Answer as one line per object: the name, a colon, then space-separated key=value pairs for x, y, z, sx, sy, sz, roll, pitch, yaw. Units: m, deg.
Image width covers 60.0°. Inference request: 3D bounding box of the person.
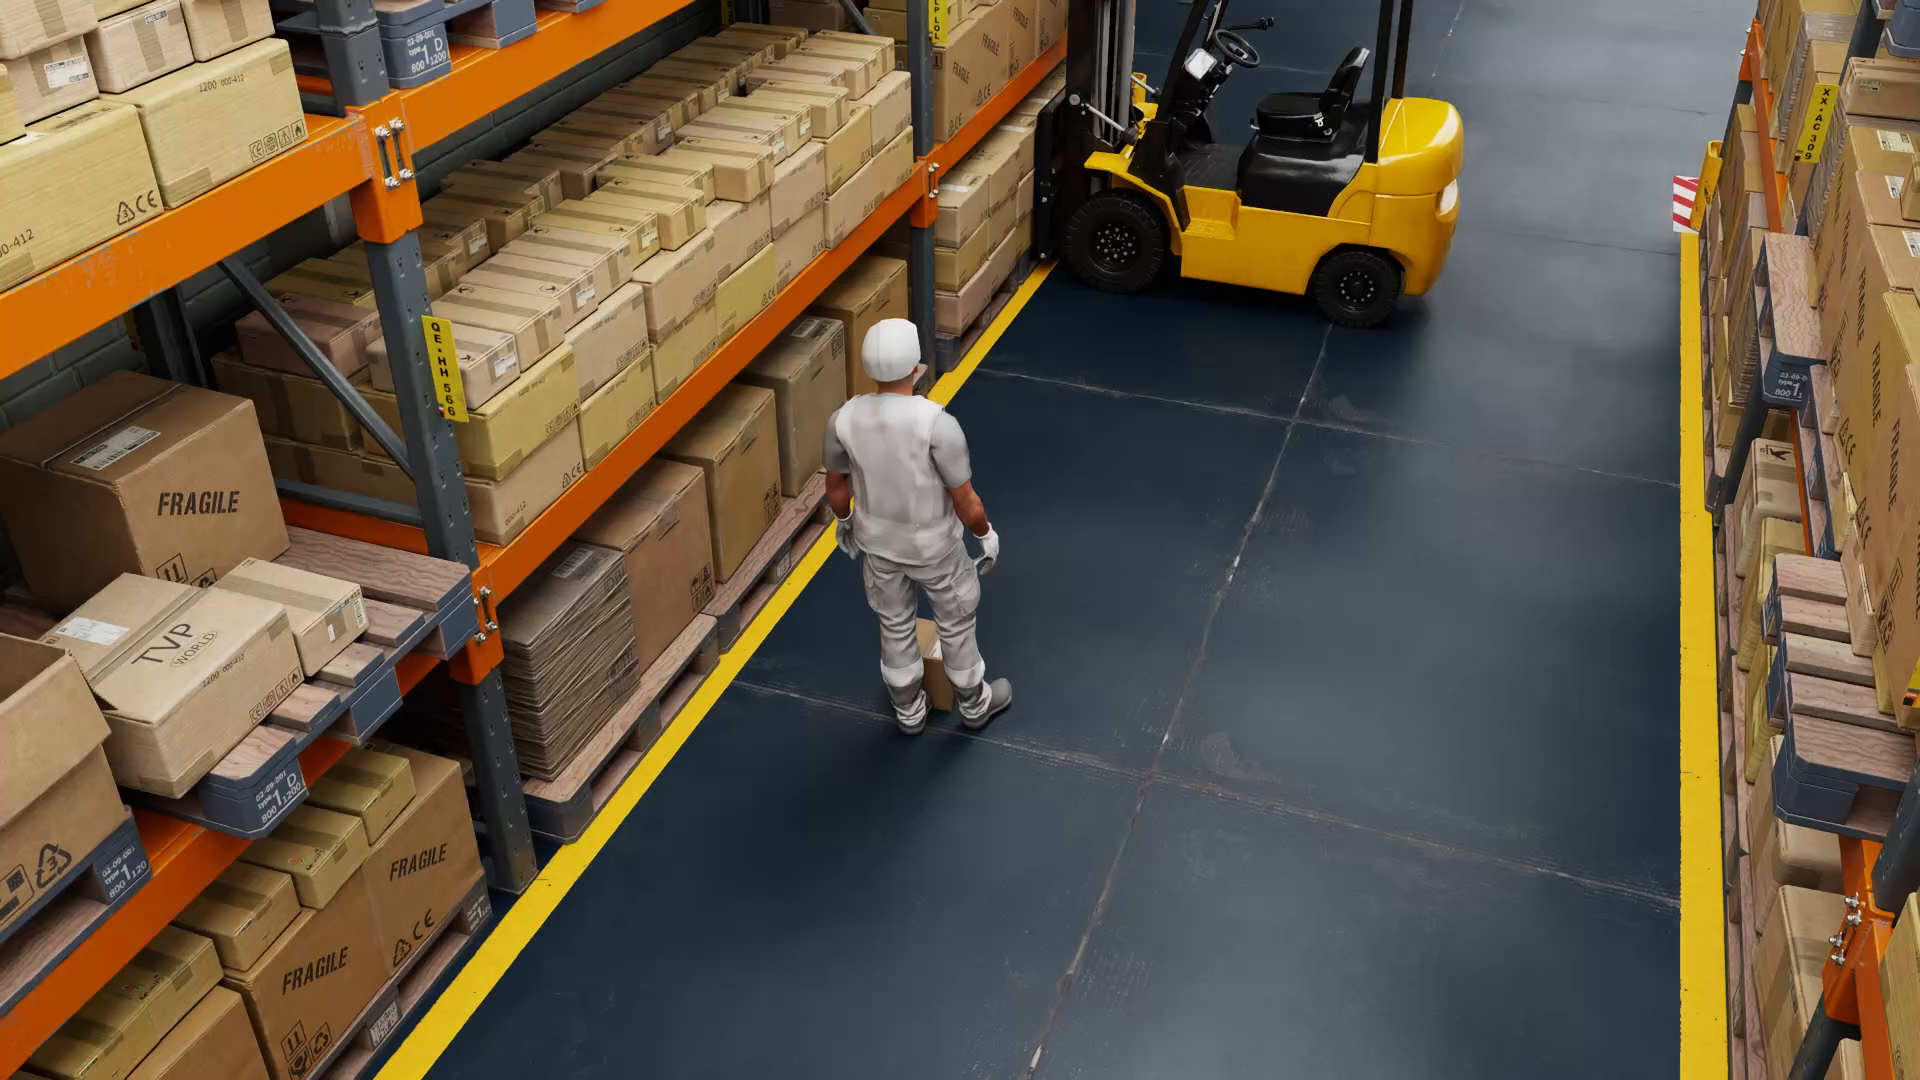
person: x=-0.148 y=-0.044 z=6.167 sx=0.637 sy=1.788 sz=0.564 roll=11 pitch=35 yaw=17
